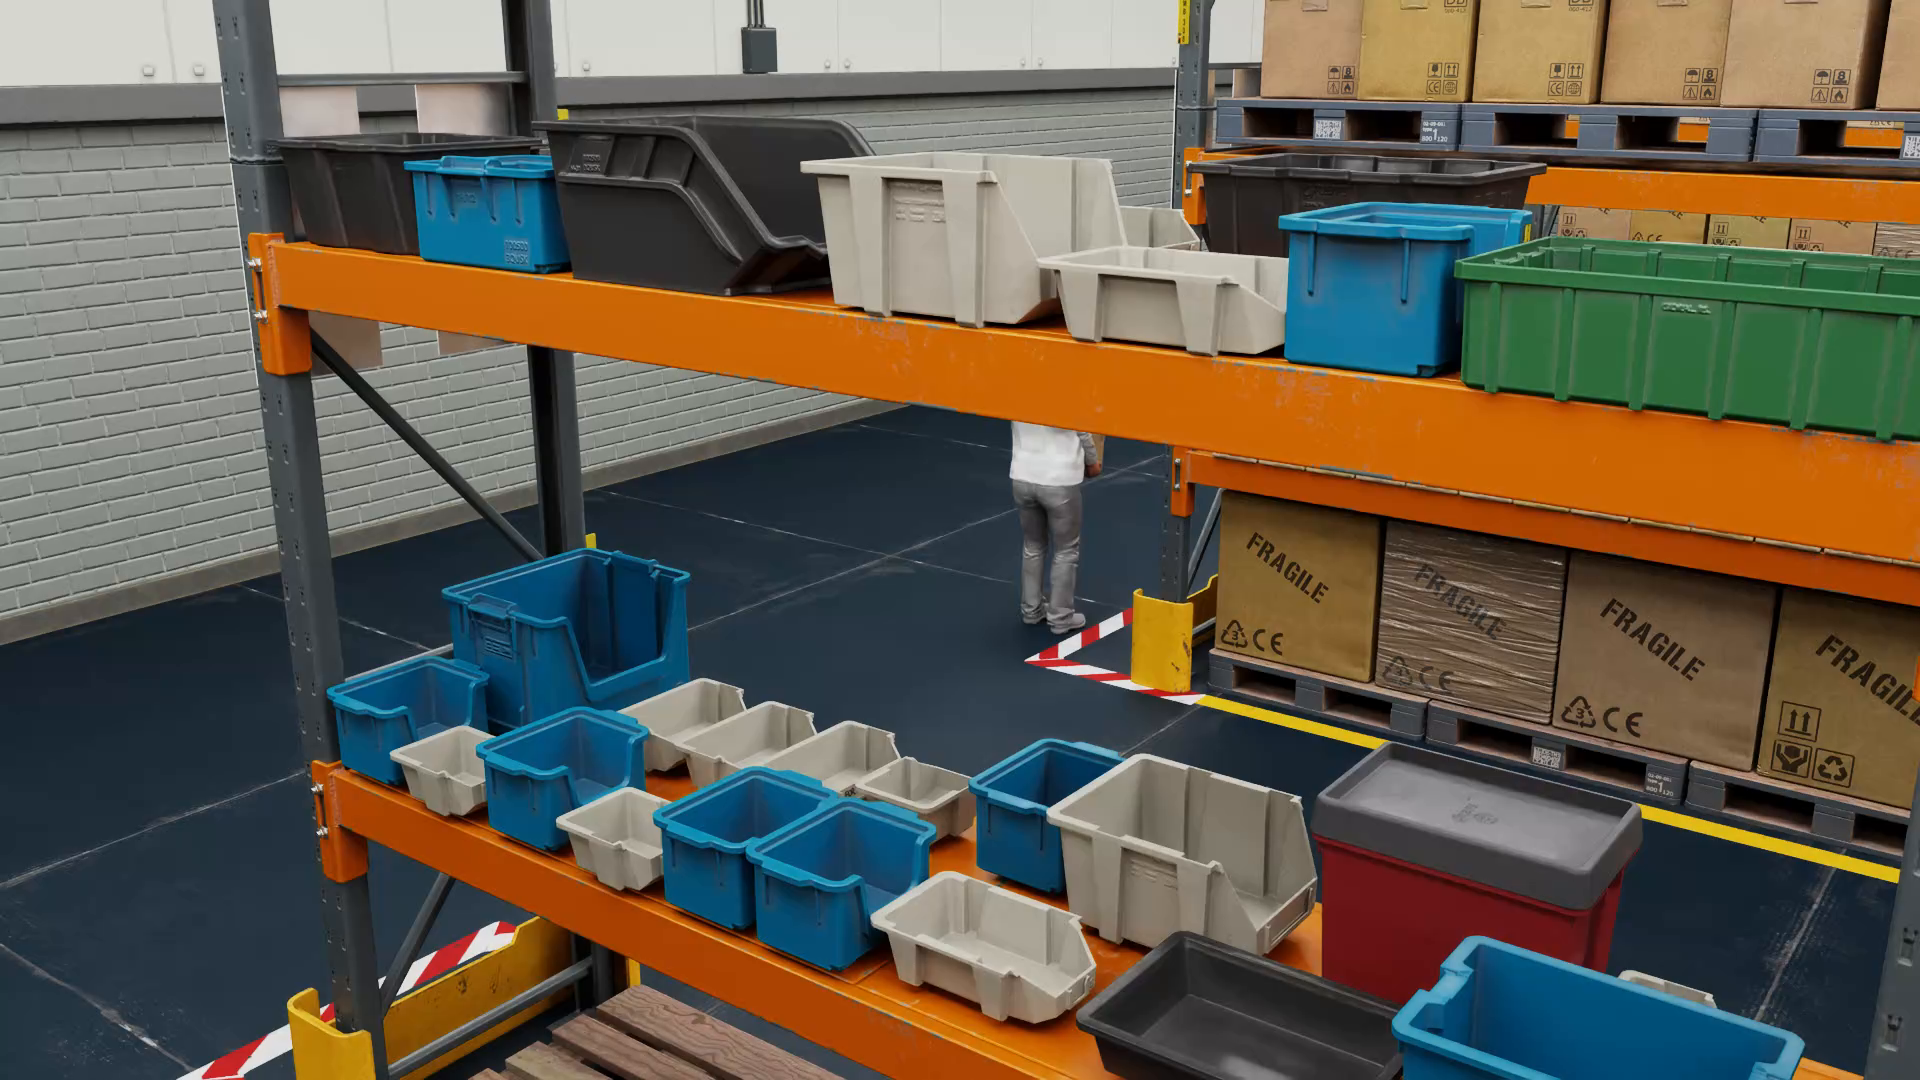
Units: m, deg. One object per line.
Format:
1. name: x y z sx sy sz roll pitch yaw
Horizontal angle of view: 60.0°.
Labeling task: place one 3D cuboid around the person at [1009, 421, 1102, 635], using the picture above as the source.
1. person: 0.548 -0.358 9.721 0.494 1.762 0.563 12 20 36
